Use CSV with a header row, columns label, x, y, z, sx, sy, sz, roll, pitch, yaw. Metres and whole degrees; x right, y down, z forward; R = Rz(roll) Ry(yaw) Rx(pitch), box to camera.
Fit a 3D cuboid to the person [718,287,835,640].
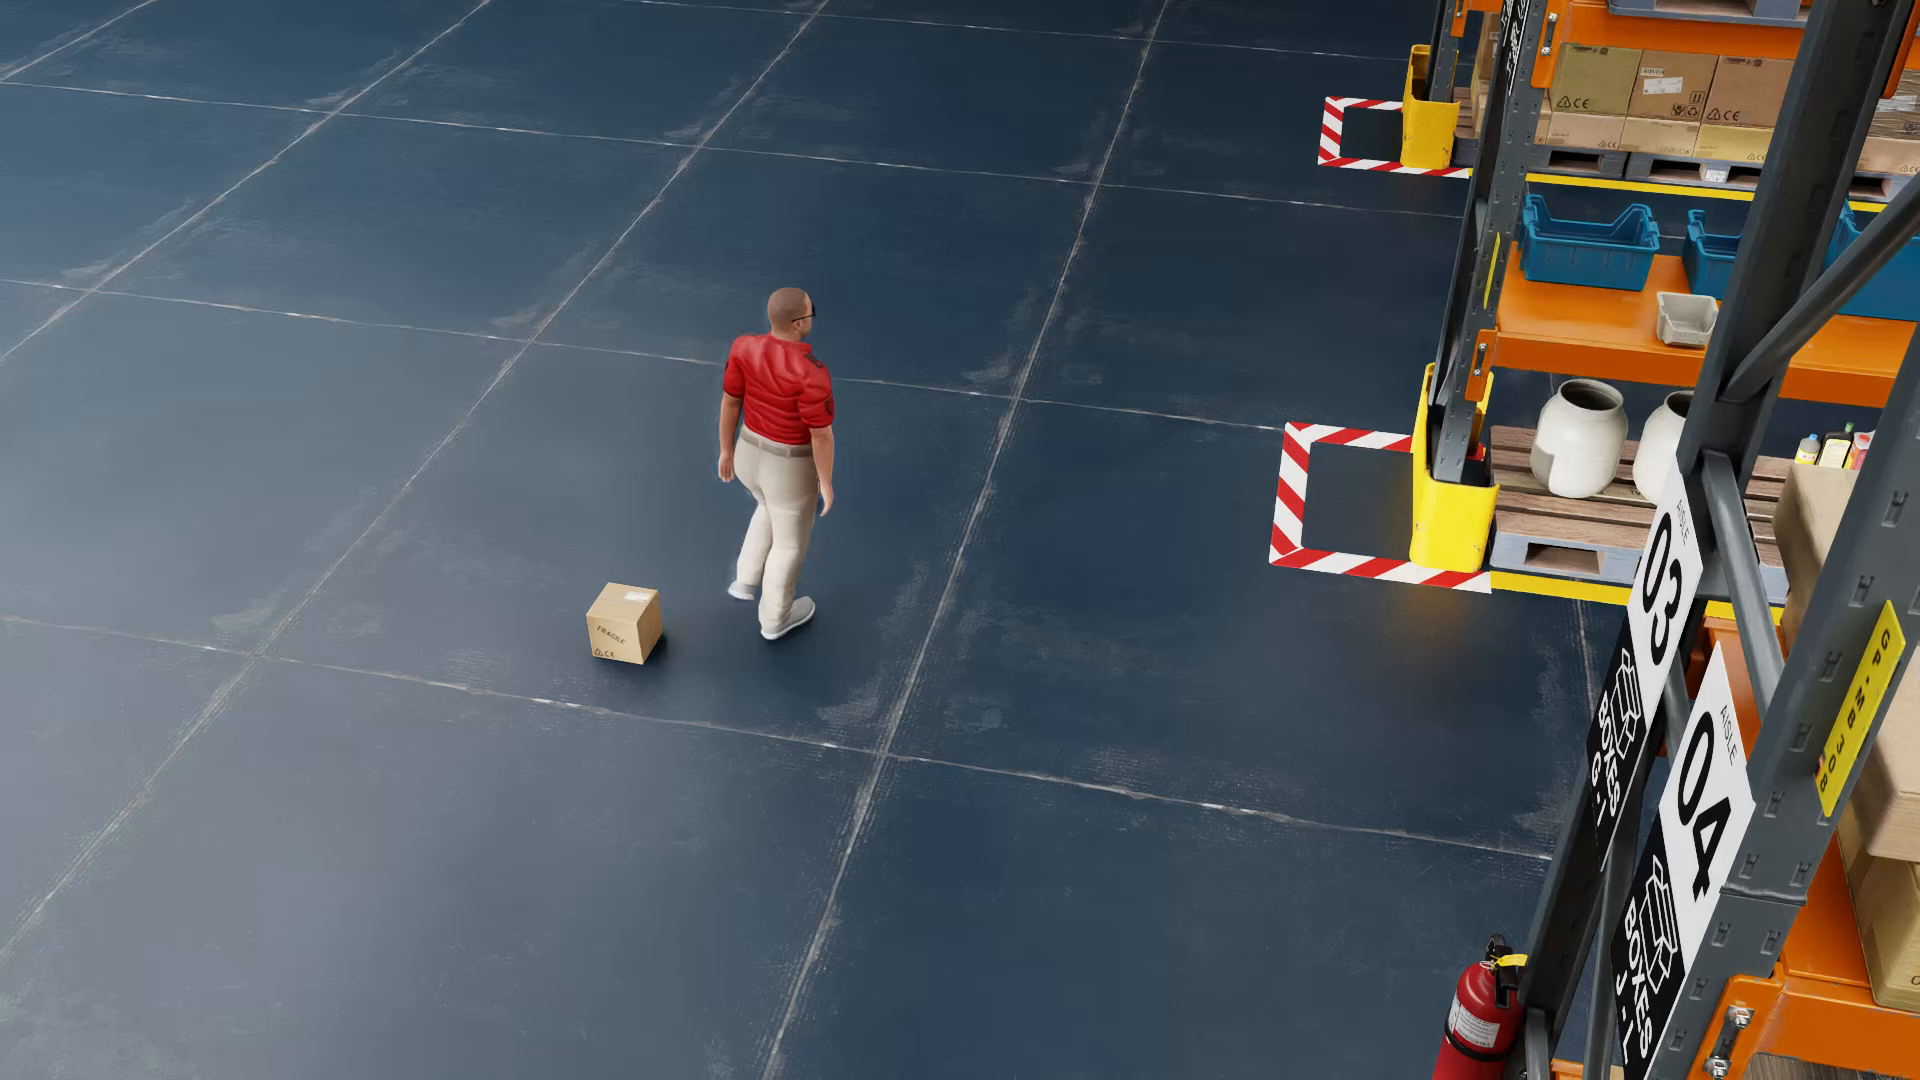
label,x,y,z,sx,sy,sz,roll,pitch,yaw
person,-0.804,-0.332,7.408,0.596,1.714,0.484,23,42,28
